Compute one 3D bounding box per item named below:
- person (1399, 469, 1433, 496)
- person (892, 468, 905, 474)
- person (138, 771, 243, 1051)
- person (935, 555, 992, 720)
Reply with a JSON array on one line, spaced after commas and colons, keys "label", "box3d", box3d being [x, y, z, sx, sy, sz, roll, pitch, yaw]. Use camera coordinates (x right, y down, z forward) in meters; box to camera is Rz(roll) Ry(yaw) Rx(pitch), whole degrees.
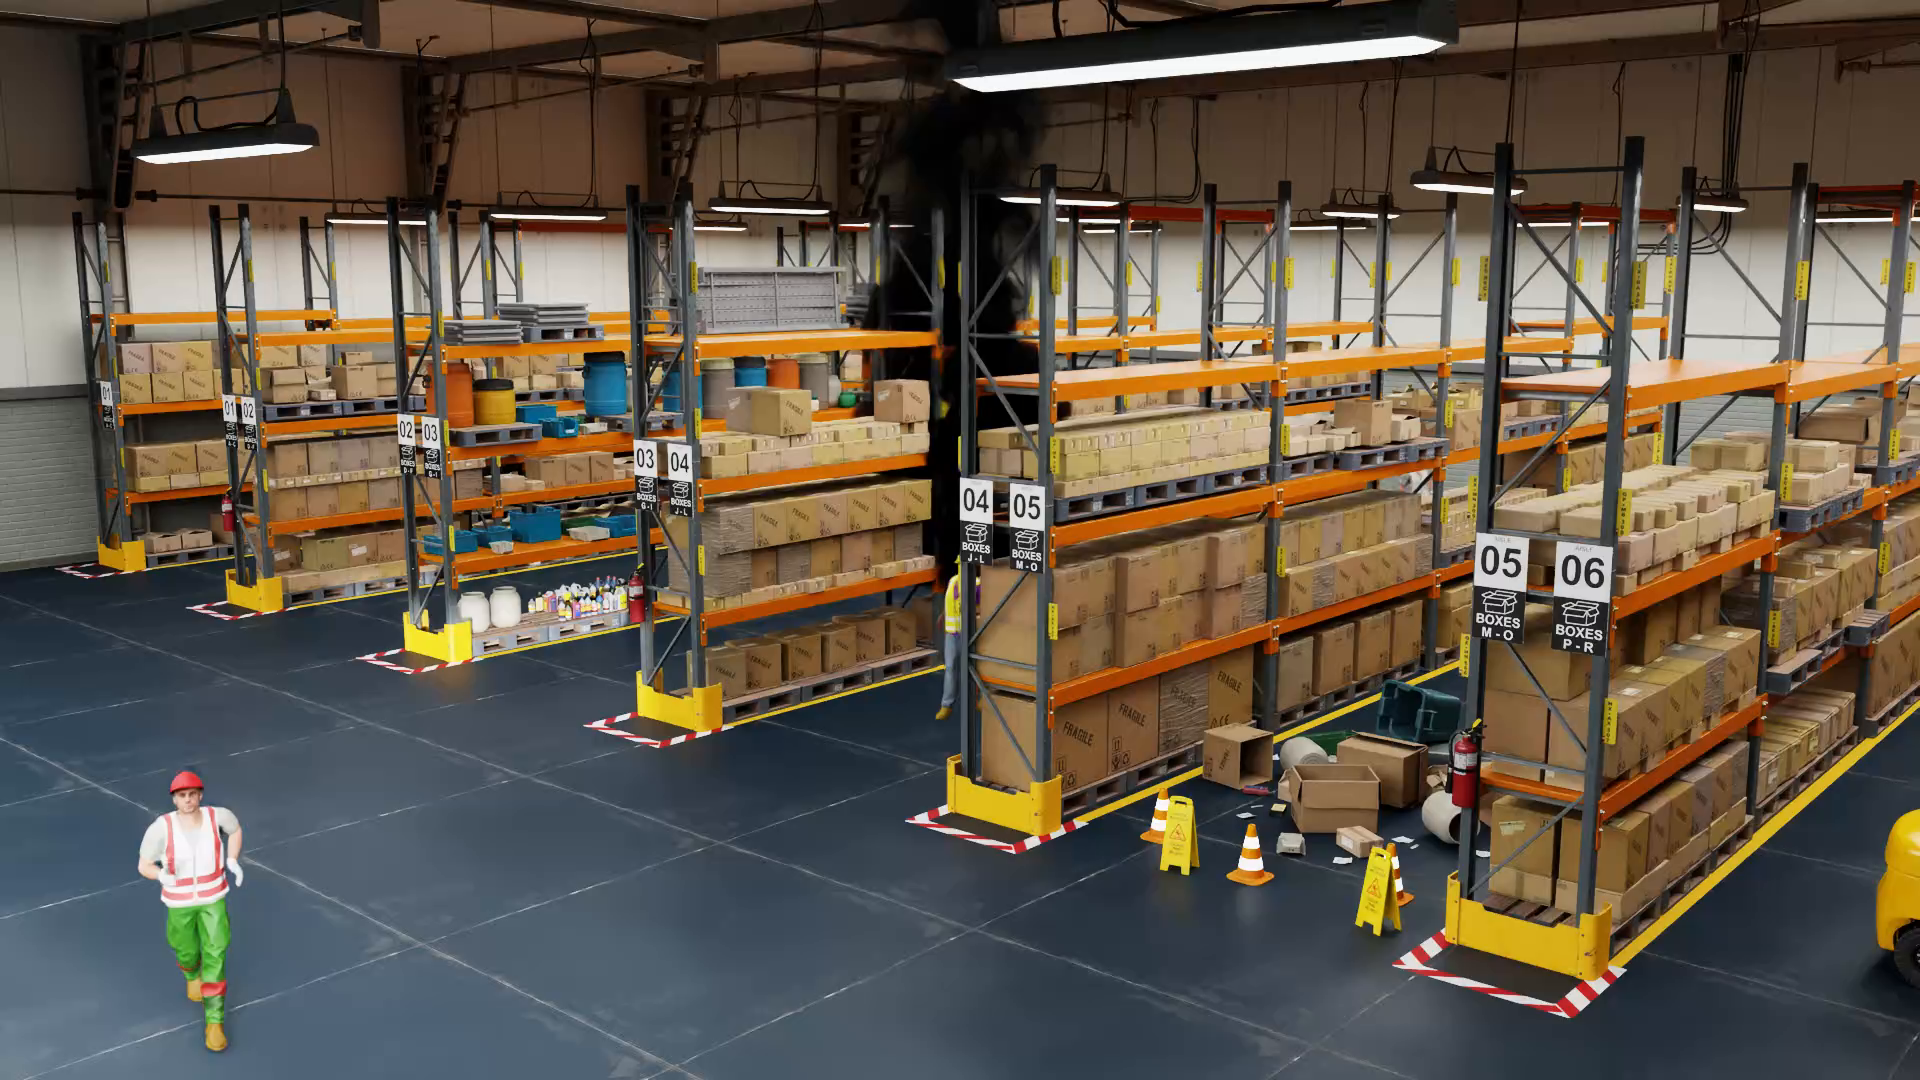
[{"label": "person", "box3d": [8.395, -0.734, 30.495, 0.699, 1.710, 0.602, -2, 10, -12]}, {"label": "person", "box3d": [-1.143, -1.162, 32.730, 0.652, 1.791, 0.969, 6, 11, 33]}, {"label": "person", "box3d": [-5.133, 2.426, 11.168, 0.654, 1.783, 0.948, -5, 11, -27]}, {"label": "person", "box3d": [0.036, 1.028, 17.957, 0.701, 1.808, 0.923, 5, 11, 29]}]
